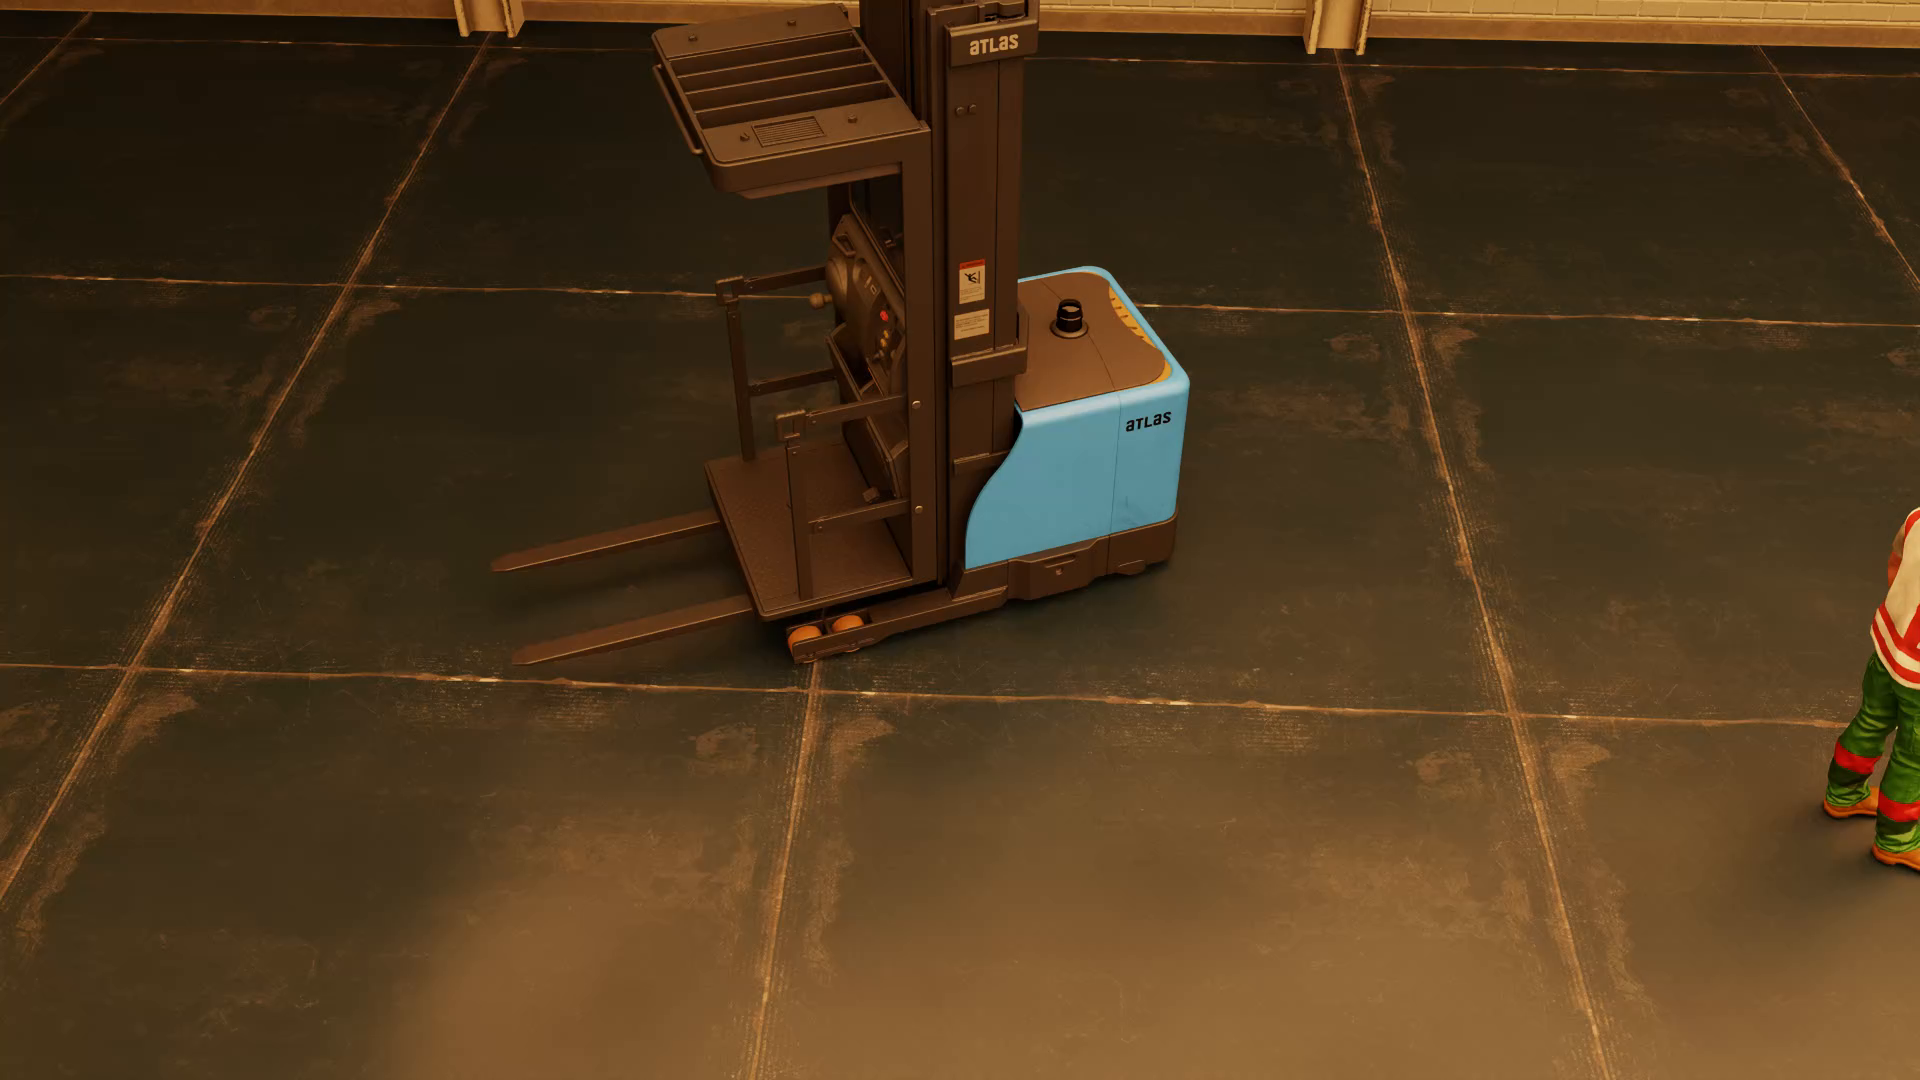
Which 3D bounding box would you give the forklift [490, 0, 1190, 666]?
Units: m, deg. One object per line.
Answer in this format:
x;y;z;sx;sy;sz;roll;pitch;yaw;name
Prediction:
-0.573;-0.945;6.778;3.031;2.935;1.130;-13;44;-14;forklift

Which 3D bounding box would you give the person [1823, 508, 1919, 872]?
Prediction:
3.614;0.437;6.099;0.565;1.787;0.638;2;42;2;person
